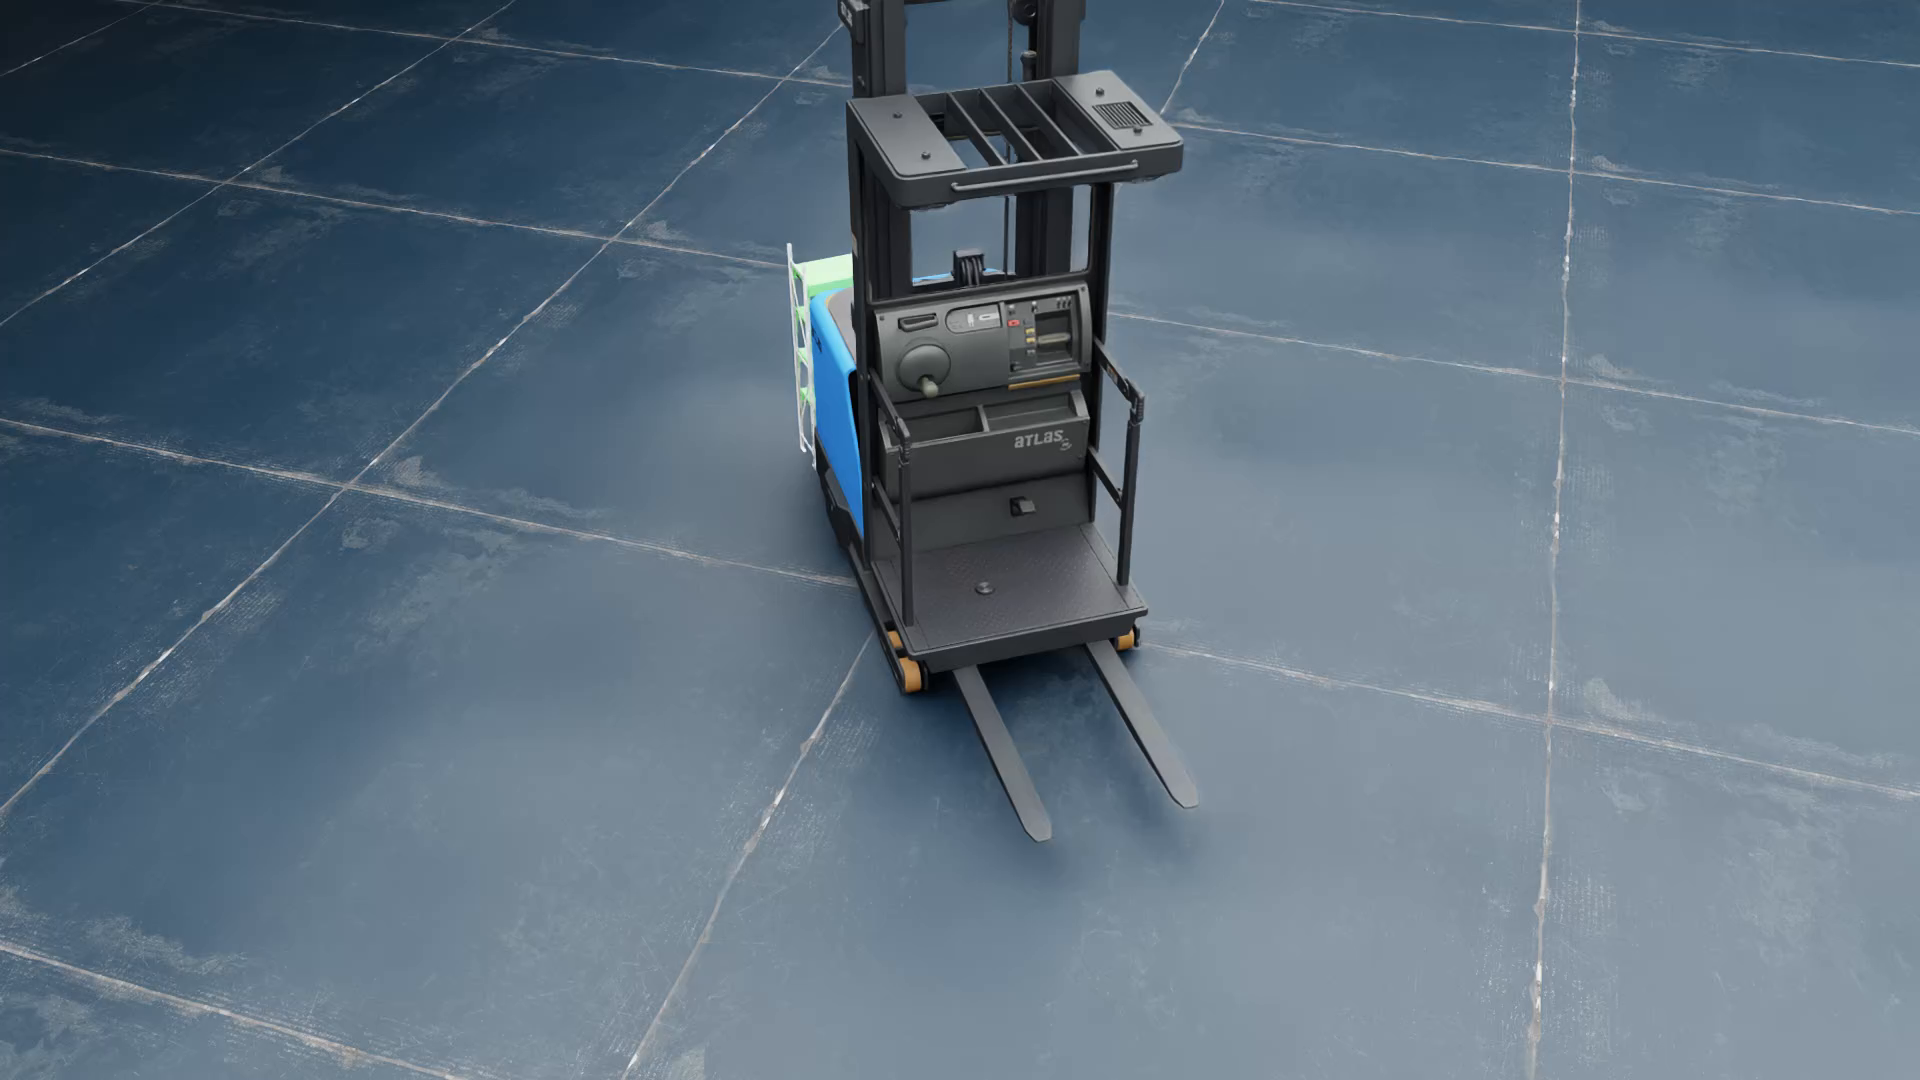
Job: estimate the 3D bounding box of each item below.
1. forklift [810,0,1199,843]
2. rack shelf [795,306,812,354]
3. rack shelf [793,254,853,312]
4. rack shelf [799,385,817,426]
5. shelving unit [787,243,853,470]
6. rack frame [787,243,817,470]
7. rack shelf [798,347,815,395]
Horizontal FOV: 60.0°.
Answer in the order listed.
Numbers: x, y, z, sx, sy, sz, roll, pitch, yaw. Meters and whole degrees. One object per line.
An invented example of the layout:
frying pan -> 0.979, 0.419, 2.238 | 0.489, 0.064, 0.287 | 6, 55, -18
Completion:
forklift -> 0.171, -0.770, 6.823 | 1.130, 2.935, 3.031 | -10, 38, -14
rack shelf -> -0.576, -1.116, 8.455 | 0.480, 0.148, 0.258 | -14, 39, -19
rack shelf -> -0.576, -1.308, 8.311 | 0.480, 0.148, 0.258 | -14, 39, -19
rack shelf -> -0.578, -0.732, 8.742 | 0.480, 0.148, 0.258 | -14, 39, -19
shelving unit -> -0.577, -0.975, 8.560 | 0.503, 1.200, 0.258 | -14, 39, -19
rack frame -> -0.801, -0.917, 8.482 | 0.015, 1.200, 0.240 | -14, 39, -19
rack shelf -> -0.577, -0.924, 8.599 | 0.480, 0.148, 0.258 | -14, 39, -19
